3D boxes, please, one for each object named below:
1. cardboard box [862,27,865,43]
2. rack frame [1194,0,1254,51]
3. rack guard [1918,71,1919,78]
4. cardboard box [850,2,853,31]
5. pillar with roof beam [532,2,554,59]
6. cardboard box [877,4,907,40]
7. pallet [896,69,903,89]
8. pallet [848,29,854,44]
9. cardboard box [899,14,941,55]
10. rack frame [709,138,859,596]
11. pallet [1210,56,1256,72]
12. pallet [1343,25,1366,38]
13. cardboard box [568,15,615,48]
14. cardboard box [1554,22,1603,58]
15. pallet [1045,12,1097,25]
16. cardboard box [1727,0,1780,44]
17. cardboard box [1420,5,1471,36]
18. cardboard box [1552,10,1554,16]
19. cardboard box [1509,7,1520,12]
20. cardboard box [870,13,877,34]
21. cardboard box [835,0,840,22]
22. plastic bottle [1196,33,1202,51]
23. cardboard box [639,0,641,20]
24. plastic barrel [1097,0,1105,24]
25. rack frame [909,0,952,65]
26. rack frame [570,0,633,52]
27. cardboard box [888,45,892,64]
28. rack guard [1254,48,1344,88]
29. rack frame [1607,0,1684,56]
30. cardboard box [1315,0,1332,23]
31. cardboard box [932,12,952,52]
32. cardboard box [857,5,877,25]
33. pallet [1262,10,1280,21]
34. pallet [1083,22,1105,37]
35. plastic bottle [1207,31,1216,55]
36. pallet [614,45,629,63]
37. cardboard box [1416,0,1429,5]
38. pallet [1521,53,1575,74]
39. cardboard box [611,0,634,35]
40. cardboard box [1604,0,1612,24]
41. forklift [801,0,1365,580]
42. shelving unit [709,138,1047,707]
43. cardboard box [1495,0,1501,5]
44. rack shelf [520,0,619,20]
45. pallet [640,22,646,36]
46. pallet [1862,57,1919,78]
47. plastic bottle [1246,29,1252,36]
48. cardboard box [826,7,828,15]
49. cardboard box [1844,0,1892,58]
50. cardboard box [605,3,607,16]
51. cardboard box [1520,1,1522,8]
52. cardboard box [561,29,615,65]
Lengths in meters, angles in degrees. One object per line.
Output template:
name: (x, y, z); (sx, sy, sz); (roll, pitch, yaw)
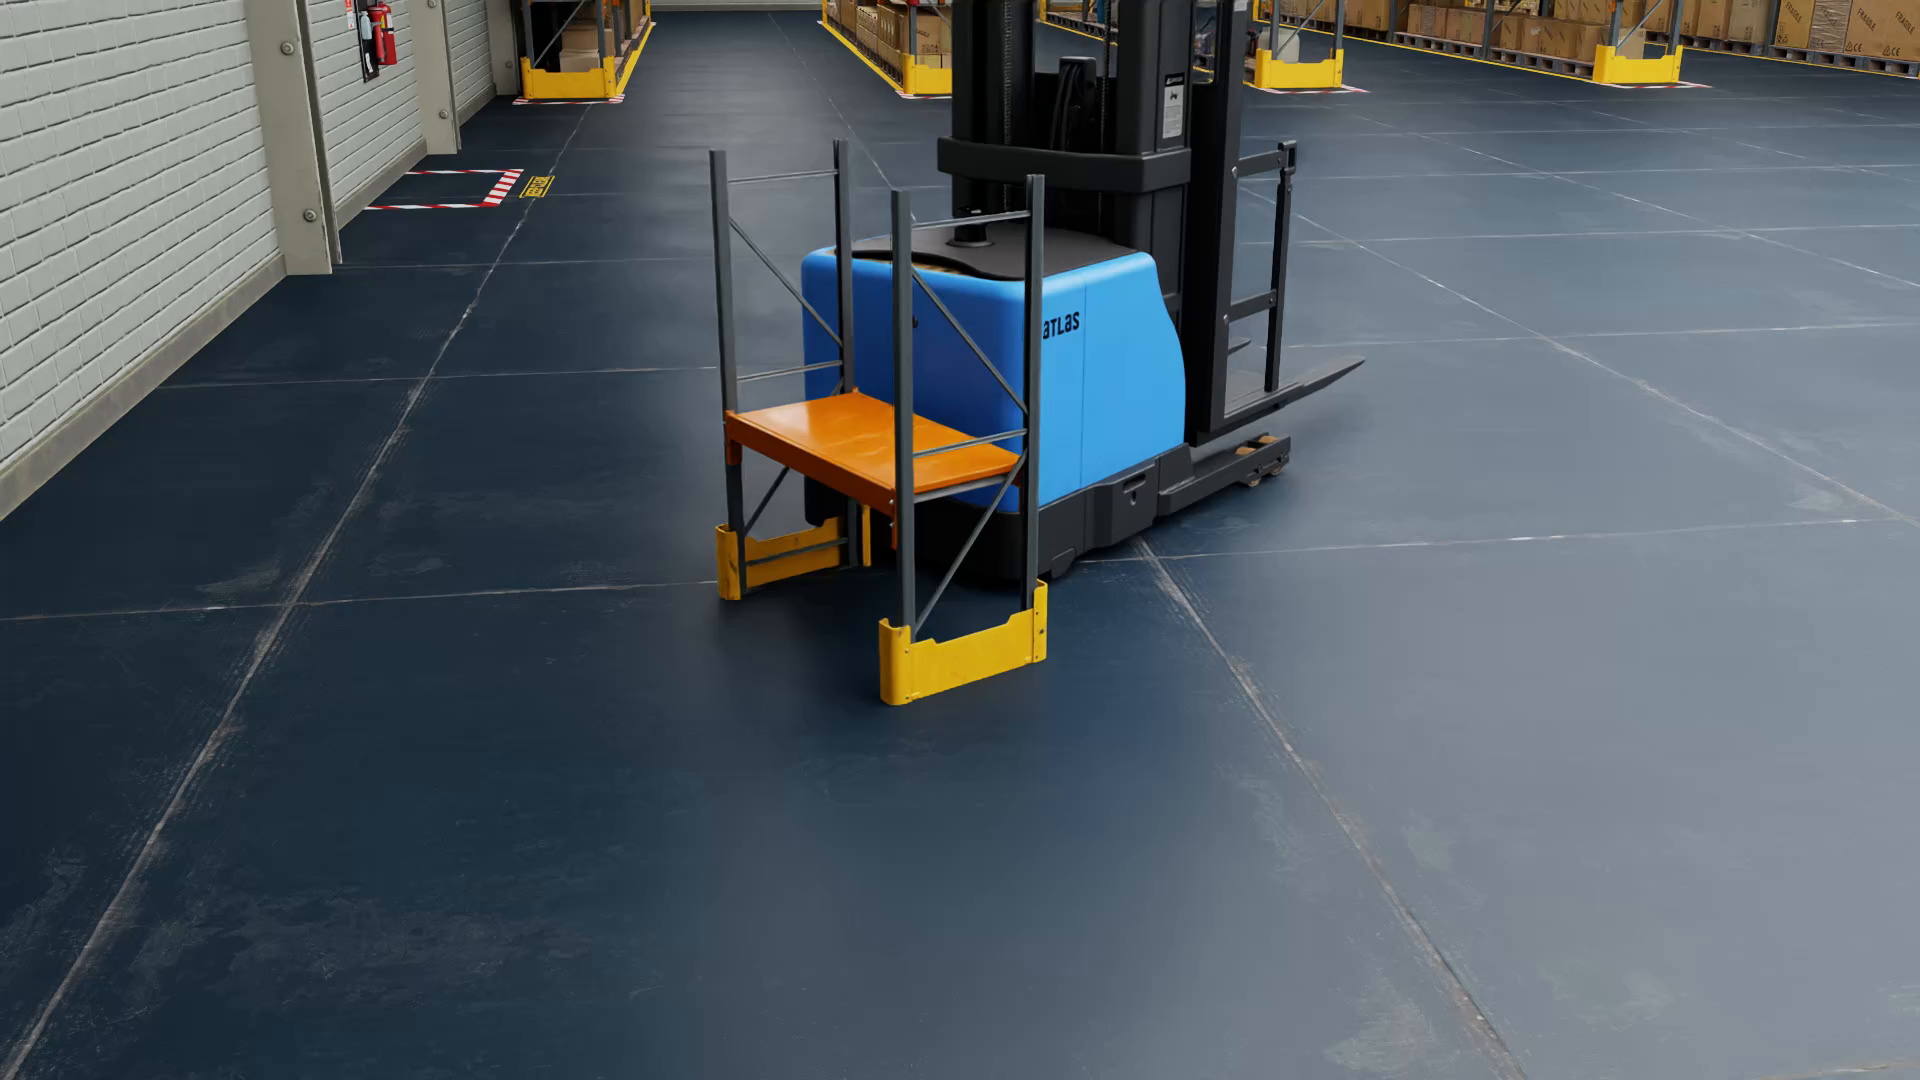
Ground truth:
cardboard box: (-1.385, -8.542, 28.129); (0.500, 0.250, 0.500); (-3, 21, -9)
rack frame: (4.155, -9.047, 26.151); (1.000, 3.000, 0.127); (-3, 21, -8)
rack guard: (14.559, -6.947, 24.103); (1.175, 0.500, 0.348); (-3, 21, -8)
cardboard box: (-1.765, -9.709, 30.869); (0.500, 0.500, 0.500); (-4, 21, -10)
pillar with roof beam: (-2.634, -12.466, 26.731); (9.100, 9.000, 0.400); (-3, 21, -8)
cardboard box: (-0.990, -7.882, 25.290); (0.500, 0.500, 0.500); (-3, 21, -8)
pallet: (-0.322, -6.370, 22.969); (1.003, 0.211, 1.213); (-3, 21, -8)
pallet: (-1.567, -9.559, 31.507); (1.003, 0.211, 1.213); (-3, 21, -8)
cardboard box: (-0.542, -6.844, 22.511); (0.500, 0.500, 0.500); (-3, 21, -8)
rack frame: (-0.573, -0.563, 5.579); (0.500, 1.500, 0.032); (-14, 25, -34)
pallet: (4.390, -7.082, 24.877); (1.003, 0.211, 1.213); (-3, 21, -8)
pallet: (8.268, -10.073, 32.885); (1.003, 0.211, 1.213); (-3, 21, -8)
cardboard box: (-5.929, -8.191, 26.804); (0.700, 0.500, 0.500); (-3, 21, -7)
cardboard box: (9.368, -7.577, 25.189); (0.500, 0.500, 0.500); (-1, 21, -3)
pallet: (2.506, -11.608, 36.993); (1.003, 0.211, 1.213); (-3, 21, -8)
cardboard box: (13.800, -8.865, 28.279); (1.050, 0.750, 0.750); (-3, 21, -8)
cardboard box: (8.688, -9.294, 29.757); (0.700, 0.500, 0.500); (-5, 21, -12)
cardboard box: (12.965, -11.461, 36.088); (0.380, 0.149, 0.250); (-3, 21, -8)
cardboard box: (12.283, -11.620, 36.514); (0.380, 0.149, 0.250); (-3, 21, -8)
cardboard box: (-1.171, -8.275, 26.613); (0.500, 0.311, 0.500); (-2, 21, -6)
cardboard box: (-2.263, -10.786, 33.752); (0.500, 0.500, 0.500); (-3, 21, -8)
plastic bottle: (3.767, -7.842, 26.197); (0.097, 0.271, 0.097); (0, 20, 0)
cardboard box: (-6.949, -10.959, 34.242); (0.700, 0.500, 0.500); (-2, 21, -6)
plastic barrel: (3.063, -10.841, 33.354); (0.600, 0.901, 0.708); (-3, 21, -8)
rack frame: (-0.171, -7.413, 21.778); (1.000, 3.000, 0.127); (-3, 21, -8)
rack frame: (-6.225, -9.932, 28.521); (1.000, 3.000, 0.127); (-3, 21, -8)
cardboard box: (-0.768, -7.011, 24.031); (0.500, 0.250, 0.500); (-3, 21, -8)
rack guard: (4.674, -6.515, 22.944); (1.175, 0.500, 0.348); (-3, 21, -8)
rack frame: (9.633, -7.912, 23.112); (1.000, 3.000, 0.127); (-3, 21, -8)
cardboard box: (8.015, -11.047, 33.944); (1.225, 0.875, 0.875); (-3, 21, -8)
cardboard box: (-0.102, -7.043, 23.044); (0.500, 0.500, 0.500); (-3, 21, -8)
cardboard box: (-1.539, -9.158, 28.978); (0.500, 0.311, 0.500); (-2, 21, -6)
pallet: (7.519, -11.872, 37.701); (1.003, 0.211, 1.213); (-3, 21, -8)
pallet: (3.072, -10.241, 33.334); (1.003, 0.211, 1.213); (-3, 21, -8)
plastic bottle: (3.888, -7.646, 25.558); (0.144, 0.351, 0.185); (-4, 21, -10)
pallet: (-5.942, -7.934, 27.156); (1.003, 0.211, 1.213); (-3, 21, -8)
cardboard box: (8.606, -9.837, 30.140); (0.500, 0.250, 0.500); (-2, 21, -6)
pallet: (9.367, -7.336, 25.556); (1.003, 0.211, 1.213); (-3, 21, -8)
cardboard box: (-6.201, -9.383, 29.523); (0.750, 0.750, 0.750); (-3, 21, -8)
cardboard box: (12.978, -10.317, 32.524); (0.500, 0.500, 0.500); (-2, 21, -6)
forklift: (0.727, -1.684, 6.535); (1.130, 2.935, 3.031); (15, 25, 35)
shelving unit: (-0.278, -0.422, 5.201); (0.587, 1.500, 1.083); (-14, 25, -34)
cardboard box: (12.239, -12.113, 37.411); (0.380, 0.149, 0.250); (-4, 21, -10)
rack shelf: (-5.360, -7.518, 23.085); (1.077, 0.370, 4.000); (-3, 21, -8)
pallet: (-6.834, -10.278, 33.433); (1.003, 0.211, 1.213); (-3, 21, -8)
pallet: (14.363, -7.093, 24.906); (1.003, 0.211, 1.213); (-3, 21, -8)
plastic bottle: (4.533, -7.803, 25.979); (0.144, 0.351, 0.185); (-3, 21, -9)
cardboard box: (-2.721, -11.583, 36.362); (0.380, 0.166, 0.250); (-3, 21, -8)
cardboard box: (14.263, -7.864, 25.421); (0.875, 0.875, 0.875); (-3, 21, -9)
cardboard box: (-5.917, -8.520, 26.612); (0.500, 0.250, 0.500); (-4, 21, -9)
cardboard box: (12.419, -11.652, 36.175); (0.380, 0.149, 0.250); (-3, 21, -7)
cardboard box: (-5.221, -6.895, 23.334); (0.700, 0.500, 0.500); (-4, 21, -11)
